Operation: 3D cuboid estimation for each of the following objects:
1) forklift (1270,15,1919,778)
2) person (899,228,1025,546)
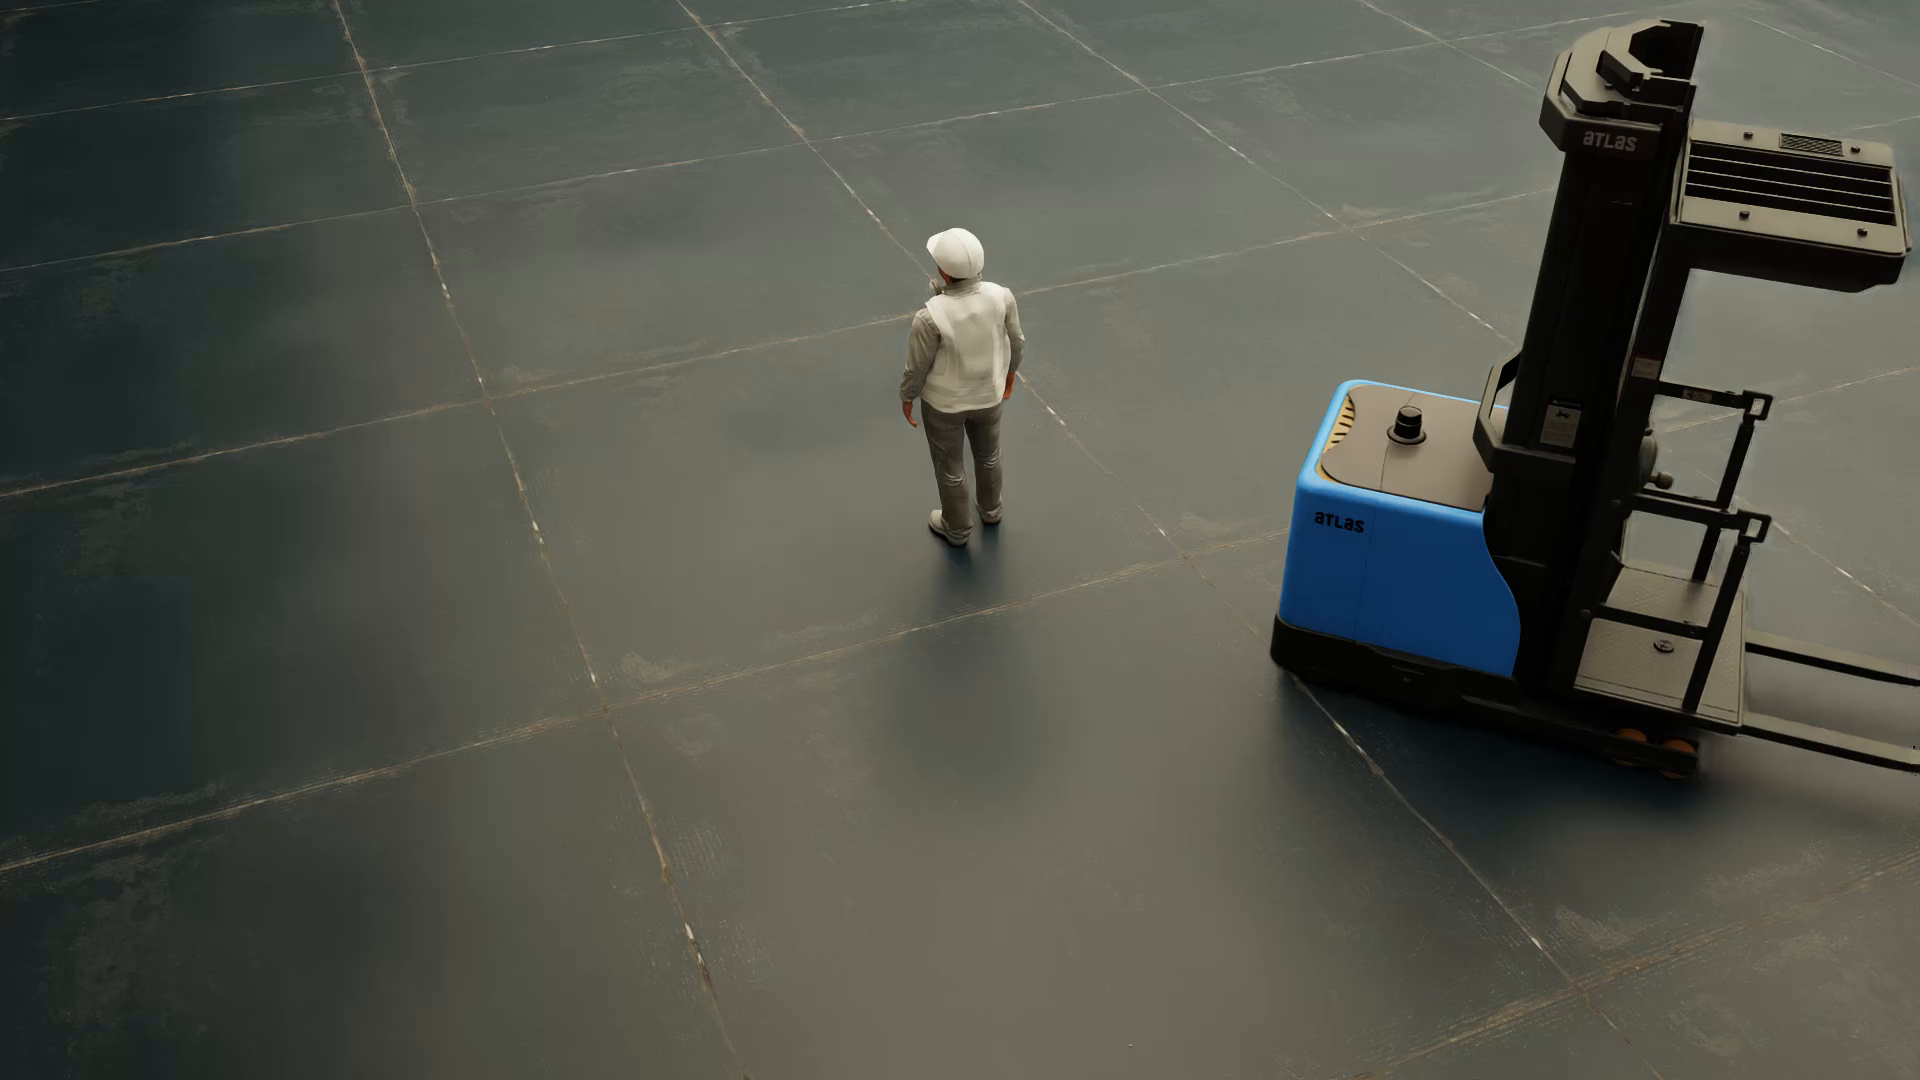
[{"bbox_3d":[3.015,-0.517,6.825,3.031,2.935,1.130,13,38,18],"label":"forklift"},{"bbox_3d":[-0.016,-0.764,8.159,0.632,1.773,0.568,-14,38,-19],"label":"person"}]
